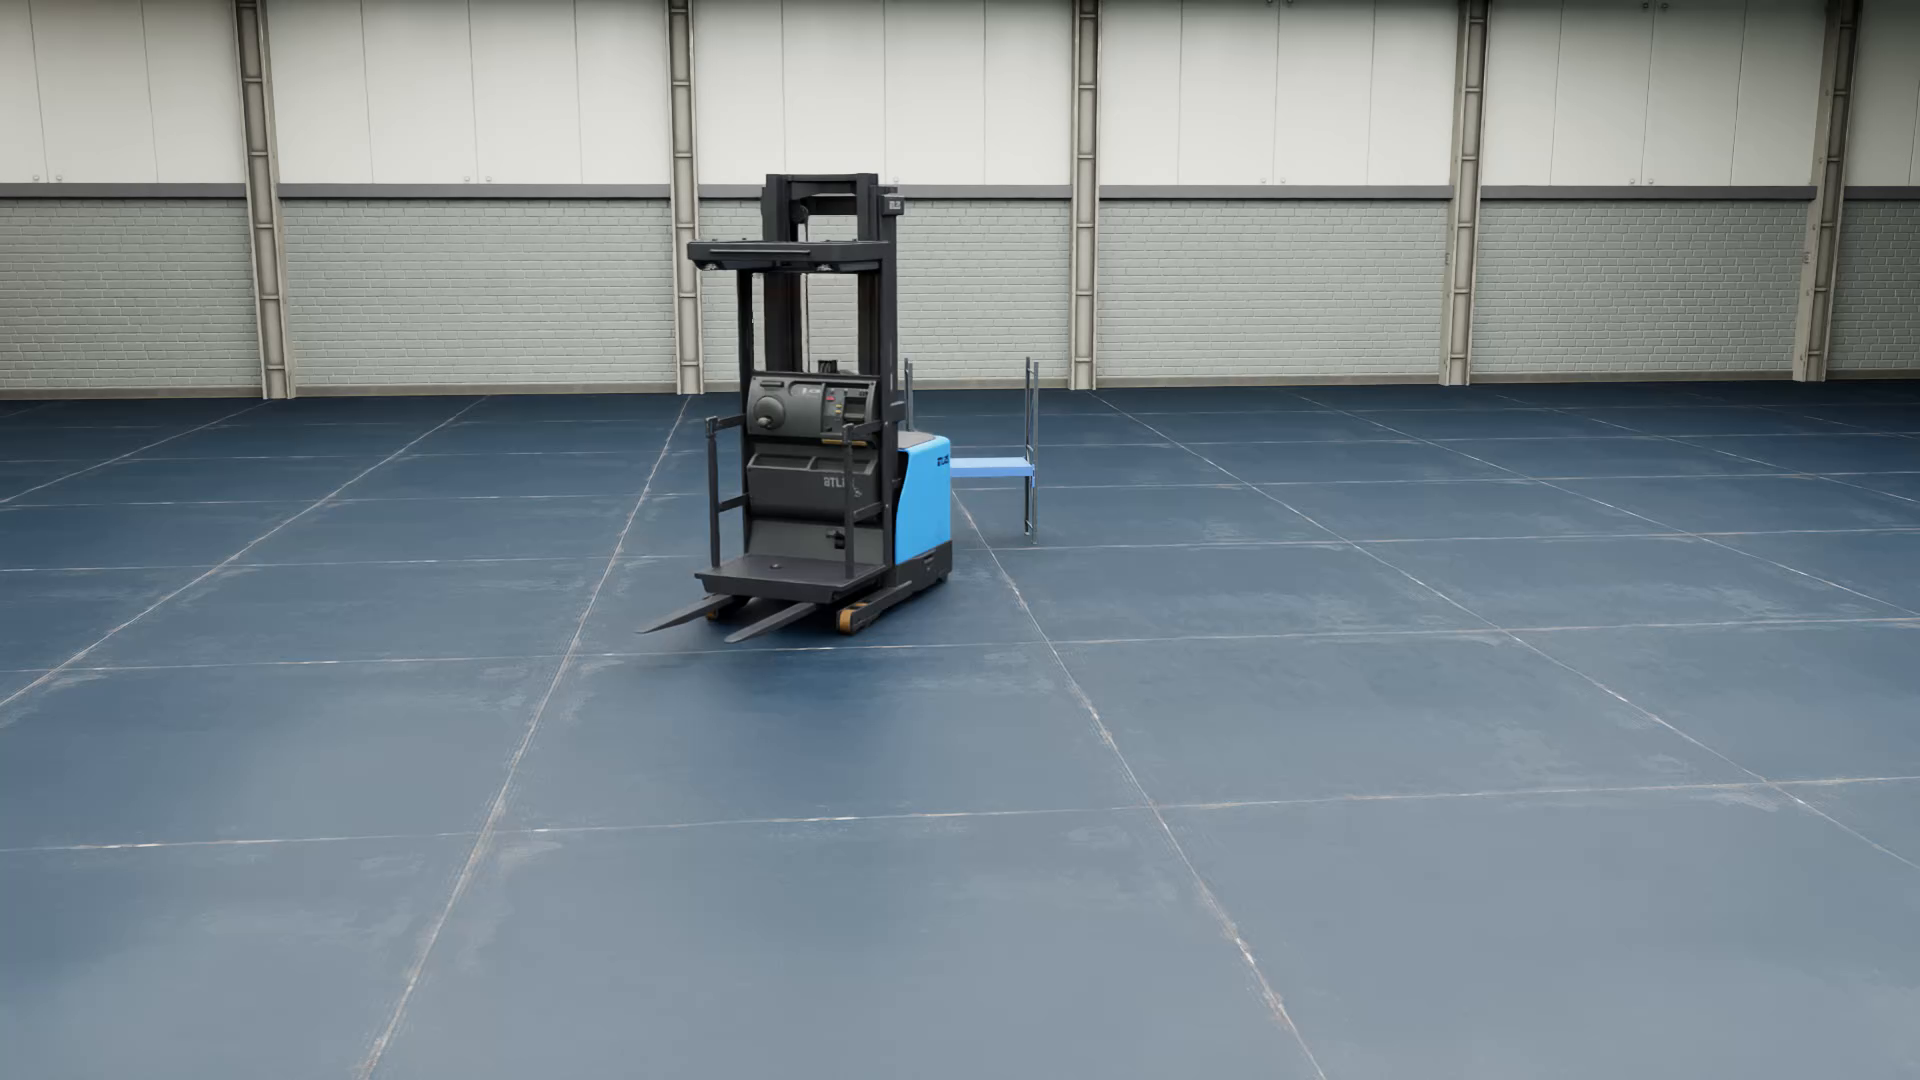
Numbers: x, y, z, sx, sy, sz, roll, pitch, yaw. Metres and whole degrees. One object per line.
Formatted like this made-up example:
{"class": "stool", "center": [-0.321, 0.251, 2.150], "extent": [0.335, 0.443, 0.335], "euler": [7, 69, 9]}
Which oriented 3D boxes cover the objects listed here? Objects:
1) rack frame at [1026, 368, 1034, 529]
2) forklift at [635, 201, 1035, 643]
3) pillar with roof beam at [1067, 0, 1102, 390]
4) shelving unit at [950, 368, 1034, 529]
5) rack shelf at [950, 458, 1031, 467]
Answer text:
{"class": "rack frame", "center": [0.590, -0.749, 13.788], "extent": [0.013, 1.308, 0.475], "euler": [-1, 11, -6]}
{"class": "forklift", "center": [-6.965, -0.750, 8.354], "extent": [10.324, 3.598, 15.967], "euler": [4, 12, 21]}
{"class": "pillar with roof beam", "center": [2.354, -5.940, 20.753], "extent": [0.400, 9.000, 9.100], "euler": [-1, 11, -6]}
{"class": "shelving unit", "center": [0.104, -0.738, 13.736], "extent": [0.991, 1.308, 0.475], "euler": [-1, 11, -6]}
{"class": "rack shelf", "center": [0.085, -0.609, 13.758], "extent": [0.952, 0.062, 0.459], "euler": [-1, 11, -6]}
